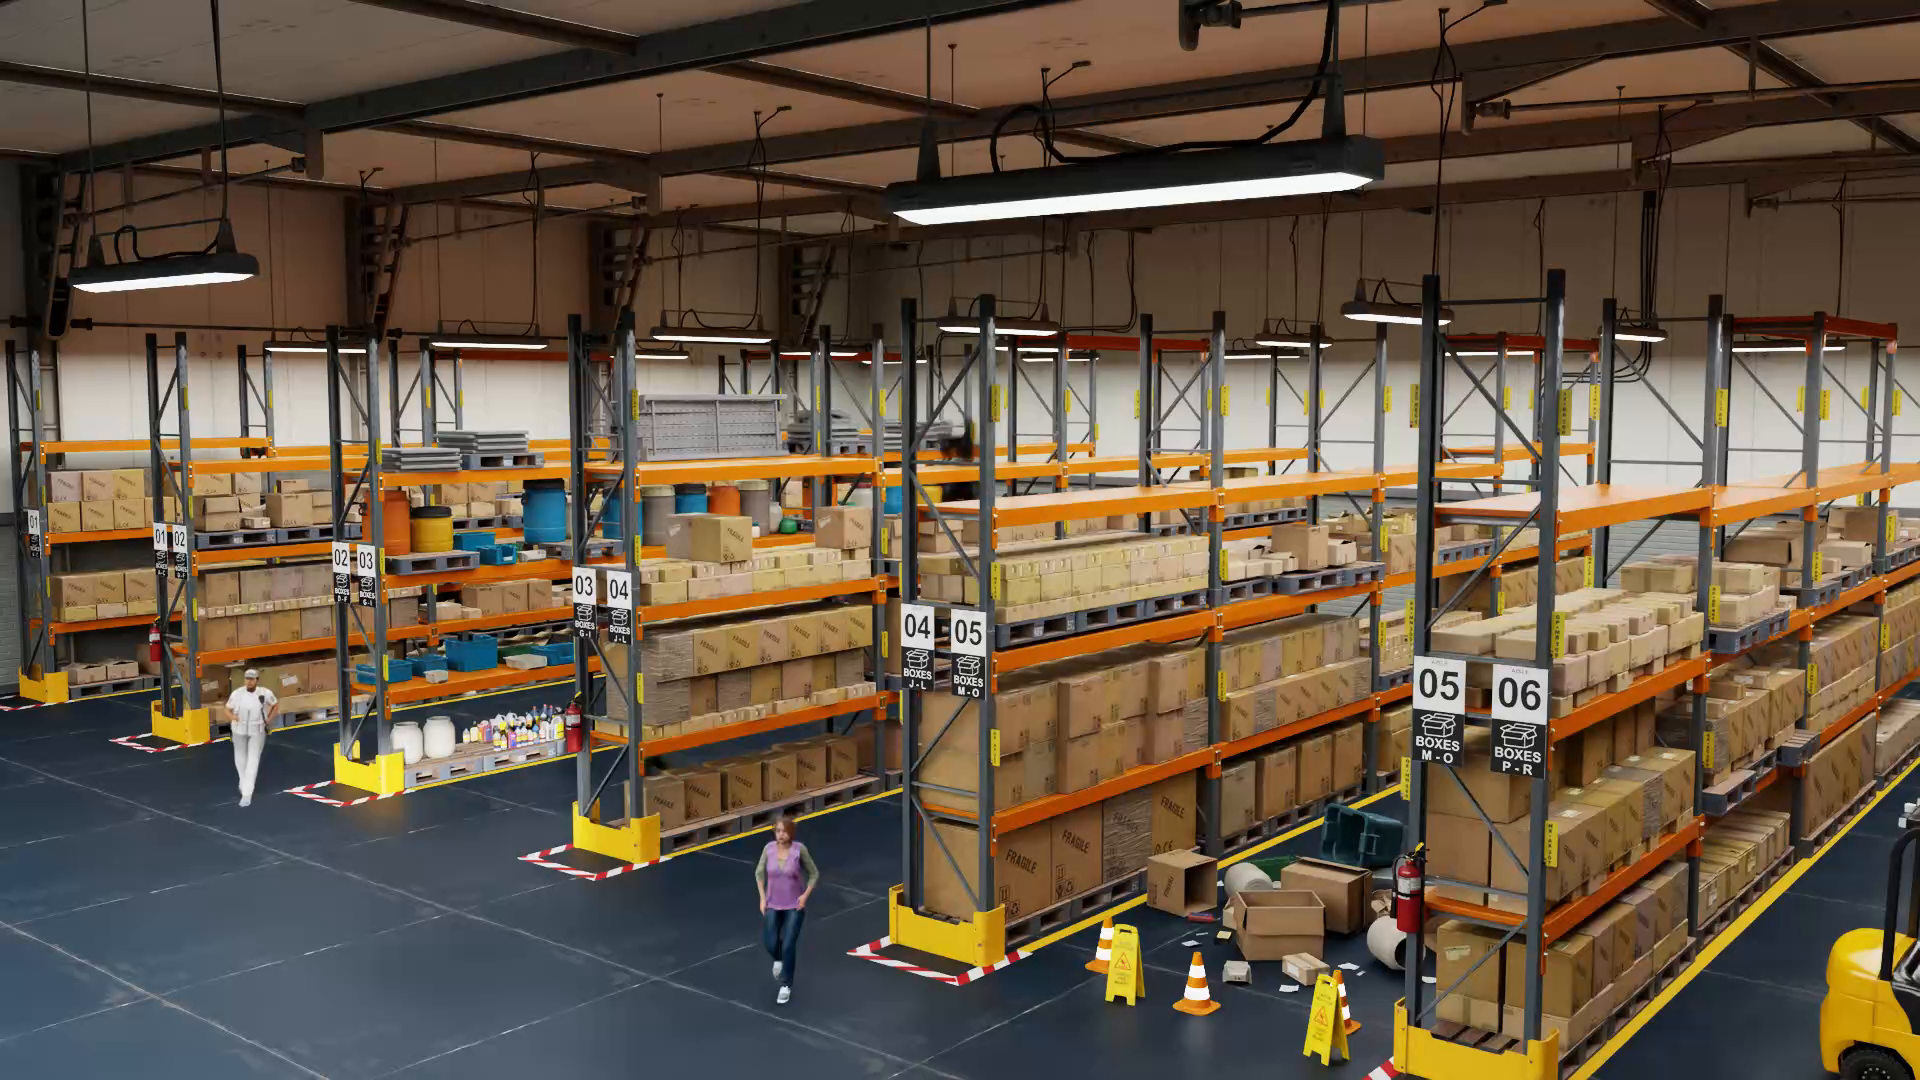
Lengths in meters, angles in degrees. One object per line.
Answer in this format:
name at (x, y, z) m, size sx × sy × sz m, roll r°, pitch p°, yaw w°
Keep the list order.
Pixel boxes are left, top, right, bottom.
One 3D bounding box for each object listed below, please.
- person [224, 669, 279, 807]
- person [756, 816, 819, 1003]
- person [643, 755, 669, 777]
person at (-8.952, 2.455, 21.027) m, size 0.615 × 1.682 × 0.855 m, roll -1°, pitch 5°, yaw -11°
person at (-1.474, 3.120, 14.194) m, size 0.557 × 1.574 × 0.539 m, roll 0°, pitch 5°, yaw 4°
person at (-3.940, 2.373, 21.062) m, size 0.658 × 1.768 × 0.971 m, roll 2°, pitch 6°, yaw 24°
